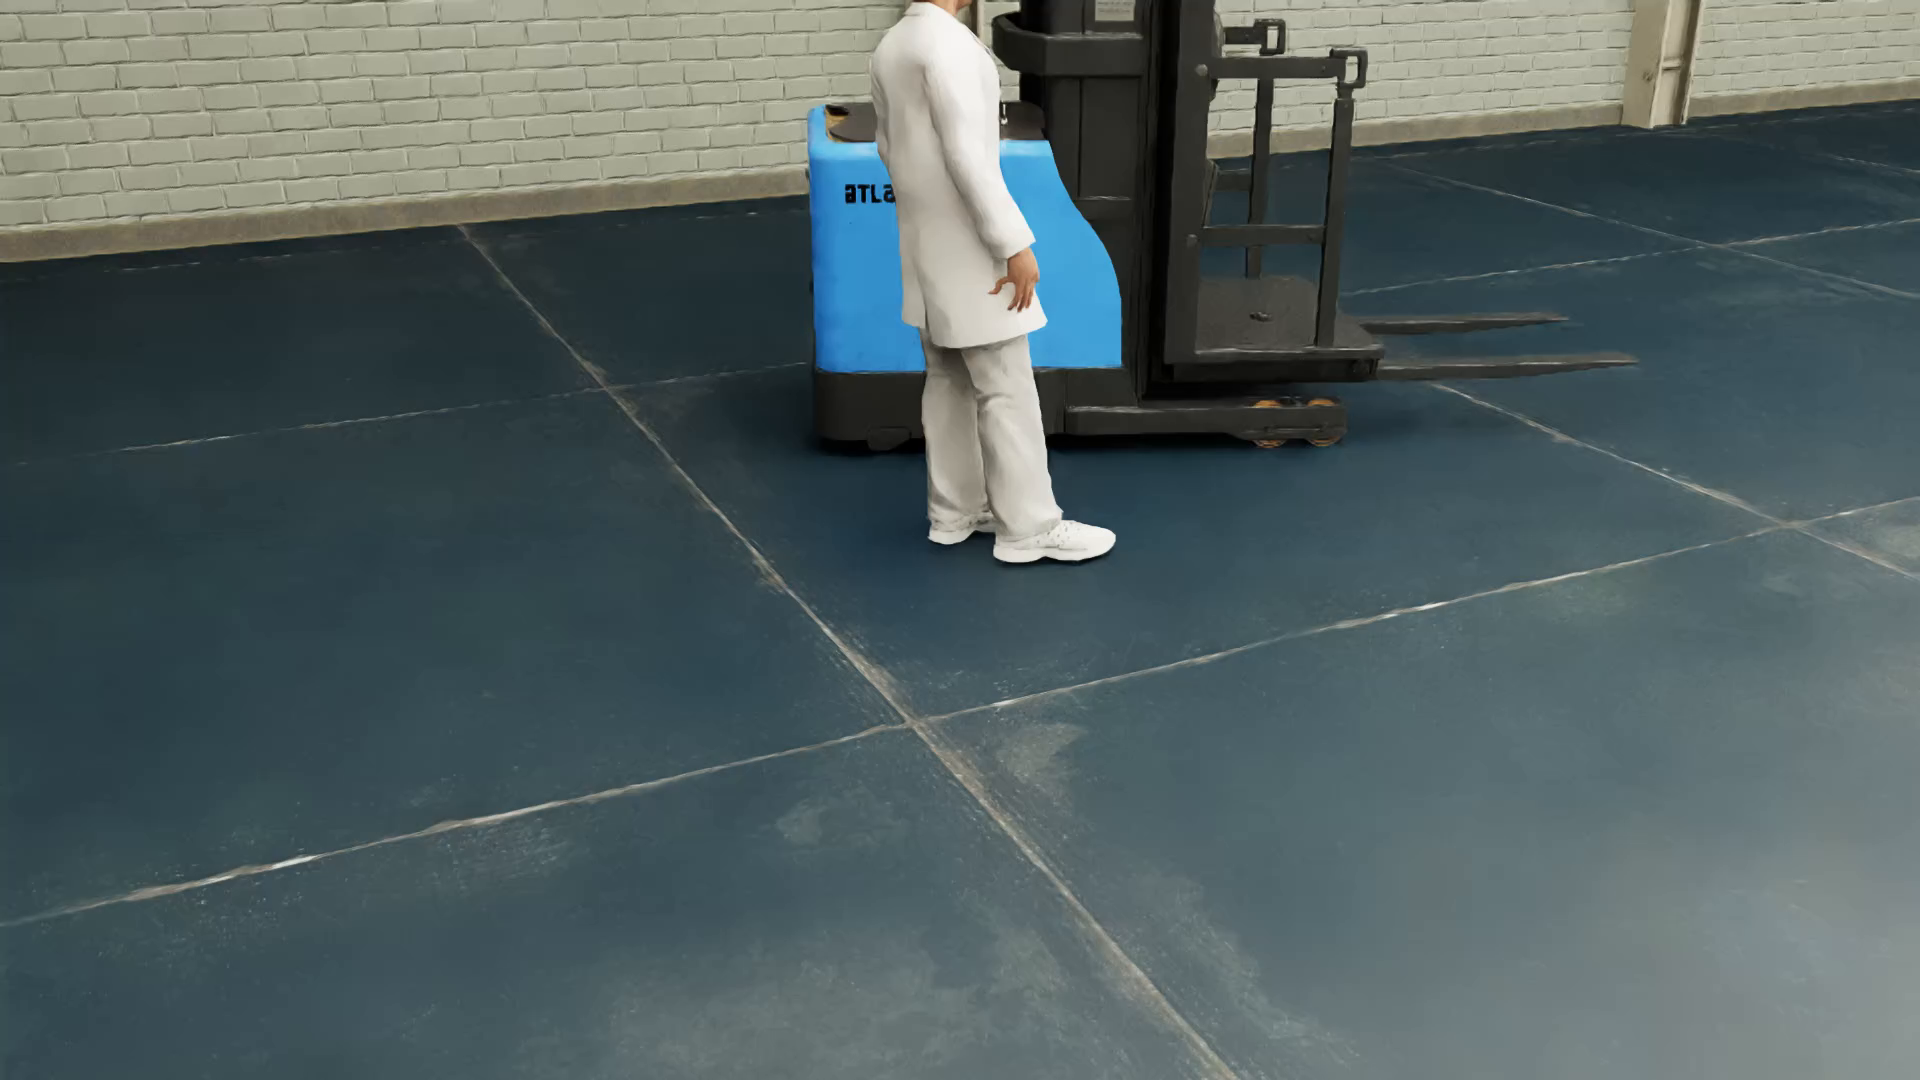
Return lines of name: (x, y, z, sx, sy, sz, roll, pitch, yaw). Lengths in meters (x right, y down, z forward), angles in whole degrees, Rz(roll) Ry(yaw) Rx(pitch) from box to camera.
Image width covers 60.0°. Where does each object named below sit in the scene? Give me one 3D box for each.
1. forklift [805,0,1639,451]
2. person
forklift: (0.961, -1.881, 5.814, 3.031, 2.935, 1.130, -2, 23, -5)
person: (0.084, -0.841, 4.795, 0.579, 1.775, 0.694, -10, 25, -23)
